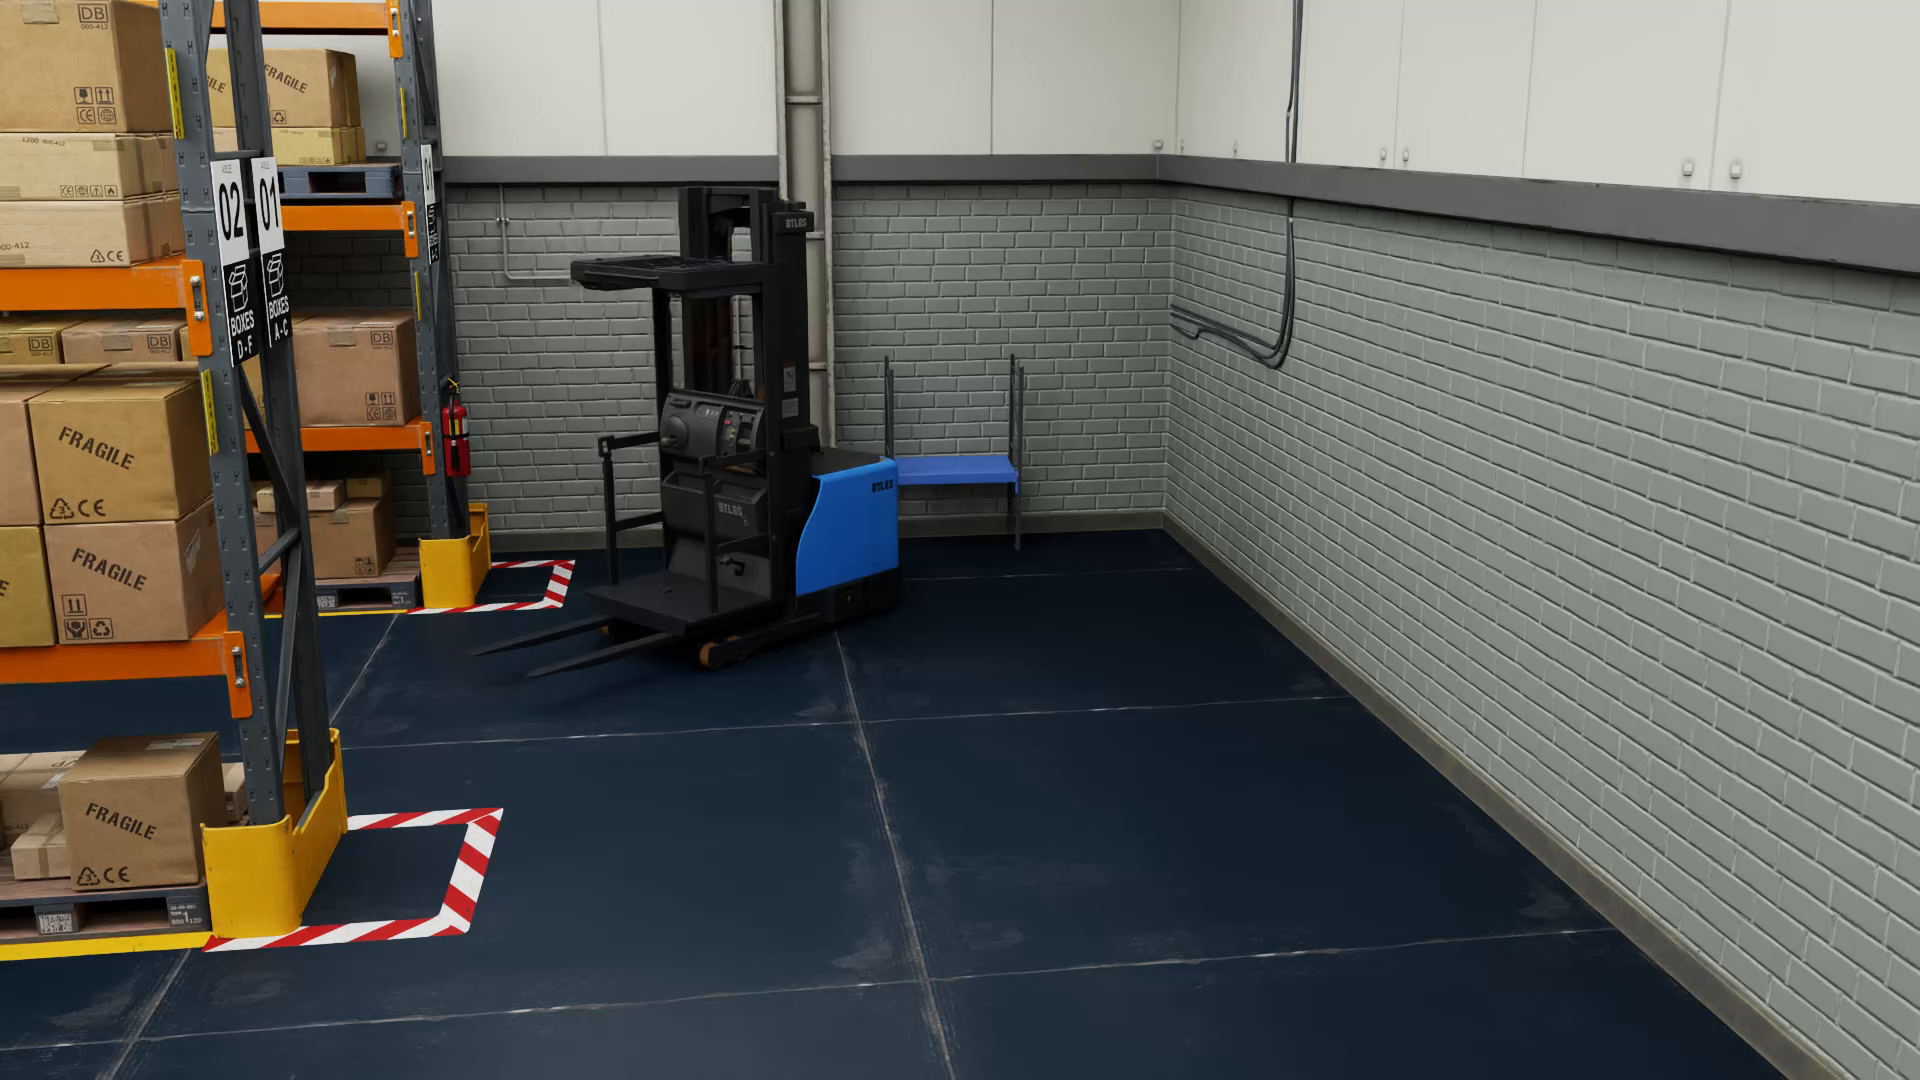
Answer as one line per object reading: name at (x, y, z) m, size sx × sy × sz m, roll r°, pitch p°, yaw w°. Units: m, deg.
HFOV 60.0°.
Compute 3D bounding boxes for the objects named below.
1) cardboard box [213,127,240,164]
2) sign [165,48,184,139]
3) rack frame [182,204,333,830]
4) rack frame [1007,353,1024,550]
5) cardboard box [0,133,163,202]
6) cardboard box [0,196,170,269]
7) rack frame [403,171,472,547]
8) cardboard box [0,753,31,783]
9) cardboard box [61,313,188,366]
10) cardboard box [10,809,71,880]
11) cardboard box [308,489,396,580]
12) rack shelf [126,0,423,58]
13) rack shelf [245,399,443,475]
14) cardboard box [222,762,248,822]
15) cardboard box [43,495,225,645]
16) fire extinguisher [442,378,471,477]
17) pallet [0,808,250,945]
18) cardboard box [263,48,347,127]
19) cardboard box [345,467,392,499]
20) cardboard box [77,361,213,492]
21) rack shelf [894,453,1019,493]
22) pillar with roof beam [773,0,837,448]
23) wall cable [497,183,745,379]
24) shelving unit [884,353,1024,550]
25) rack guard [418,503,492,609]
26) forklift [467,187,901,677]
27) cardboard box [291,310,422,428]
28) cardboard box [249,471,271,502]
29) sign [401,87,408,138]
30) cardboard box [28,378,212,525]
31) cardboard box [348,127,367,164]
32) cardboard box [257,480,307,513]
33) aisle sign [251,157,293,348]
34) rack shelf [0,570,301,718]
cardboard box at (-4.942, -2.635, 11.135) m, size 0.500 × 0.250 × 0.500 m, roll -3°, pitch 14°, yaw -10°
sign at (-2.938, -1.669, 6.224) m, size 0.005 × 0.325 × 0.100 m, roll -2°, pitch 14°, yaw -8°
rack frame at (-3.001, 0.081, 7.231) m, size 0.127 × 3.000 × 1.000 m, roll -2°, pitch 14°, yaw -8°
rack frame at (0.444, -0.712, 13.397) m, size 0.032 × 1.500 × 0.500 m, roll -2°, pitch 19°, yaw -7°
cardboard box at (-3.471, -1.463, 6.505) m, size 0.500 × 0.250 × 0.500 m, roll -2°, pitch 14°, yaw -8°
cardboard box at (-3.470, -1.219, 6.558) m, size 0.500 × 0.250 × 0.500 m, roll -2°, pitch 14°, yaw -8°
rack frame at (-3.743, -1.110, 11.982) m, size 0.127 × 3.000 × 1.000 m, roll -2°, pitch 14°, yaw -8°
cardboard box at (-4.570, 1.189, 7.561) m, size 0.500 × 0.250 × 0.500 m, roll -2°, pitch 14°, yaw -8°
cardboard box at (-5.719, -1.180, 11.645) m, size 0.700 × 0.700 × 0.980 m, roll -3°, pitch 14°, yaw -11°
cardboard box at (-3.916, 1.314, 7.235) m, size 0.250 × 0.166 × 0.380 m, roll -2°, pitch 14°, yaw -8°
cardboard box at (-4.420, -0.052, 12.038) m, size 0.500 × 0.500 × 0.700 m, roll -2°, pitch 14°, yaw -8°
rack shelf at (-5.721, -3.405, 11.099) m, size 4.000 × 0.370 × 1.077 m, roll -2°, pitch 14°, yaw -8°
rack shelf at (-5.721, -0.689, 11.781) m, size 4.000 × 0.370 × 1.077 m, roll -2°, pitch 14°, yaw -8°
cardboard box at (-3.467, 1.183, 7.794) m, size 0.250 × 0.149 × 0.380 m, roll -2°, pitch 14°, yaw -8°
cardboard box at (-3.404, 0.114, 6.893) m, size 0.500 × 0.500 × 0.500 m, roll -2°, pitch 14°, yaw -7°
fire extinguisher at (-3.525, -0.786, 11.616) m, size 0.183 × 0.674 × 0.296 m, roll -2°, pitch 14°, yaw -8°
pallet at (-3.865, 1.466, 7.444) m, size 1.213 × 0.211 × 1.003 m, roll -2°, pitch 14°, yaw -8°
cardboard box at (-4.426, -3.016, 11.114) m, size 0.500 × 0.500 × 0.500 m, roll -2°, pitch 14°, yaw -8°
cardboard box at (-4.326, -0.419, 12.169) m, size 0.250 × 0.149 × 0.380 m, roll -2°, pitch 14°, yaw -8°
cardboard box at (-3.479, -0.500, 7.286) m, size 0.500 × 0.500 × 0.500 m, roll -2°, pitch 14°, yaw -7°
rack shelf at (-0.062, -0.527, 13.395) m, size 1.000 × 0.185 × 0.538 m, roll -2°, pitch 19°, yaw -7°
pillar with roof beam at (-0.561, -3.290, 8.343) m, size 0.400 × 9.000 × 9.100 m, roll -2°, pitch 14°, yaw -8°
wall cable at (-2.618, -1.877, 12.951) m, size 1.851 × 1.984 × 0.084 m, roll -2°, pitch 14°, yaw -8°
shelving unit at (-0.060, -0.697, 13.337) m, size 1.048 × 1.500 × 0.538 m, roll -2°, pitch 19°, yaw -7°
rack guard at (-3.719, 0.101, 12.290) m, size 0.348 × 0.500 × 1.175 m, roll -2°, pitch 14°, yaw -8°
forklift at (-1.754, -0.746, 10.671) m, size 1.130 × 2.935 × 3.031 m, roll 12°, pitch 18°, yaw 39°
cardboard box at (-4.246, -1.235, 11.862) m, size 0.700 × 0.700 × 0.980 m, roll -1°, pitch 14°, yaw -6°
cardboard box at (-5.075, -0.392, 12.059) m, size 0.250 × 0.149 × 0.380 m, roll -2°, pitch 14°, yaw -8°
sign at (-3.676, -2.825, 10.997) m, size 0.005 × 0.325 × 0.100 m, roll -2°, pitch 14°, yaw -8°
cardboard box at (-3.400, -0.370, 6.770) m, size 0.500 × 0.500 × 0.500 m, roll -2°, pitch 14°, yaw -9°
cardboard box at (-4.501, -2.777, 11.702) m, size 0.500 × 0.250 × 0.500 m, roll -1°, pitch 14°, yaw -5°
cardboard box at (-4.773, -0.309, 11.728) m, size 0.250 × 0.149 × 0.380 m, roll -2°, pitch 14°, yaw -7°
aisle sign at (-2.978, -1.253, 7.207) m, size 0.004 × 0.787 × 0.394 m, roll -2°, pitch 14°, yaw -8°
rack shelf at (-4.979, 0.503, 7.030) m, size 4.000 × 0.370 × 1.077 m, roll -2°, pitch 14°, yaw -8°
